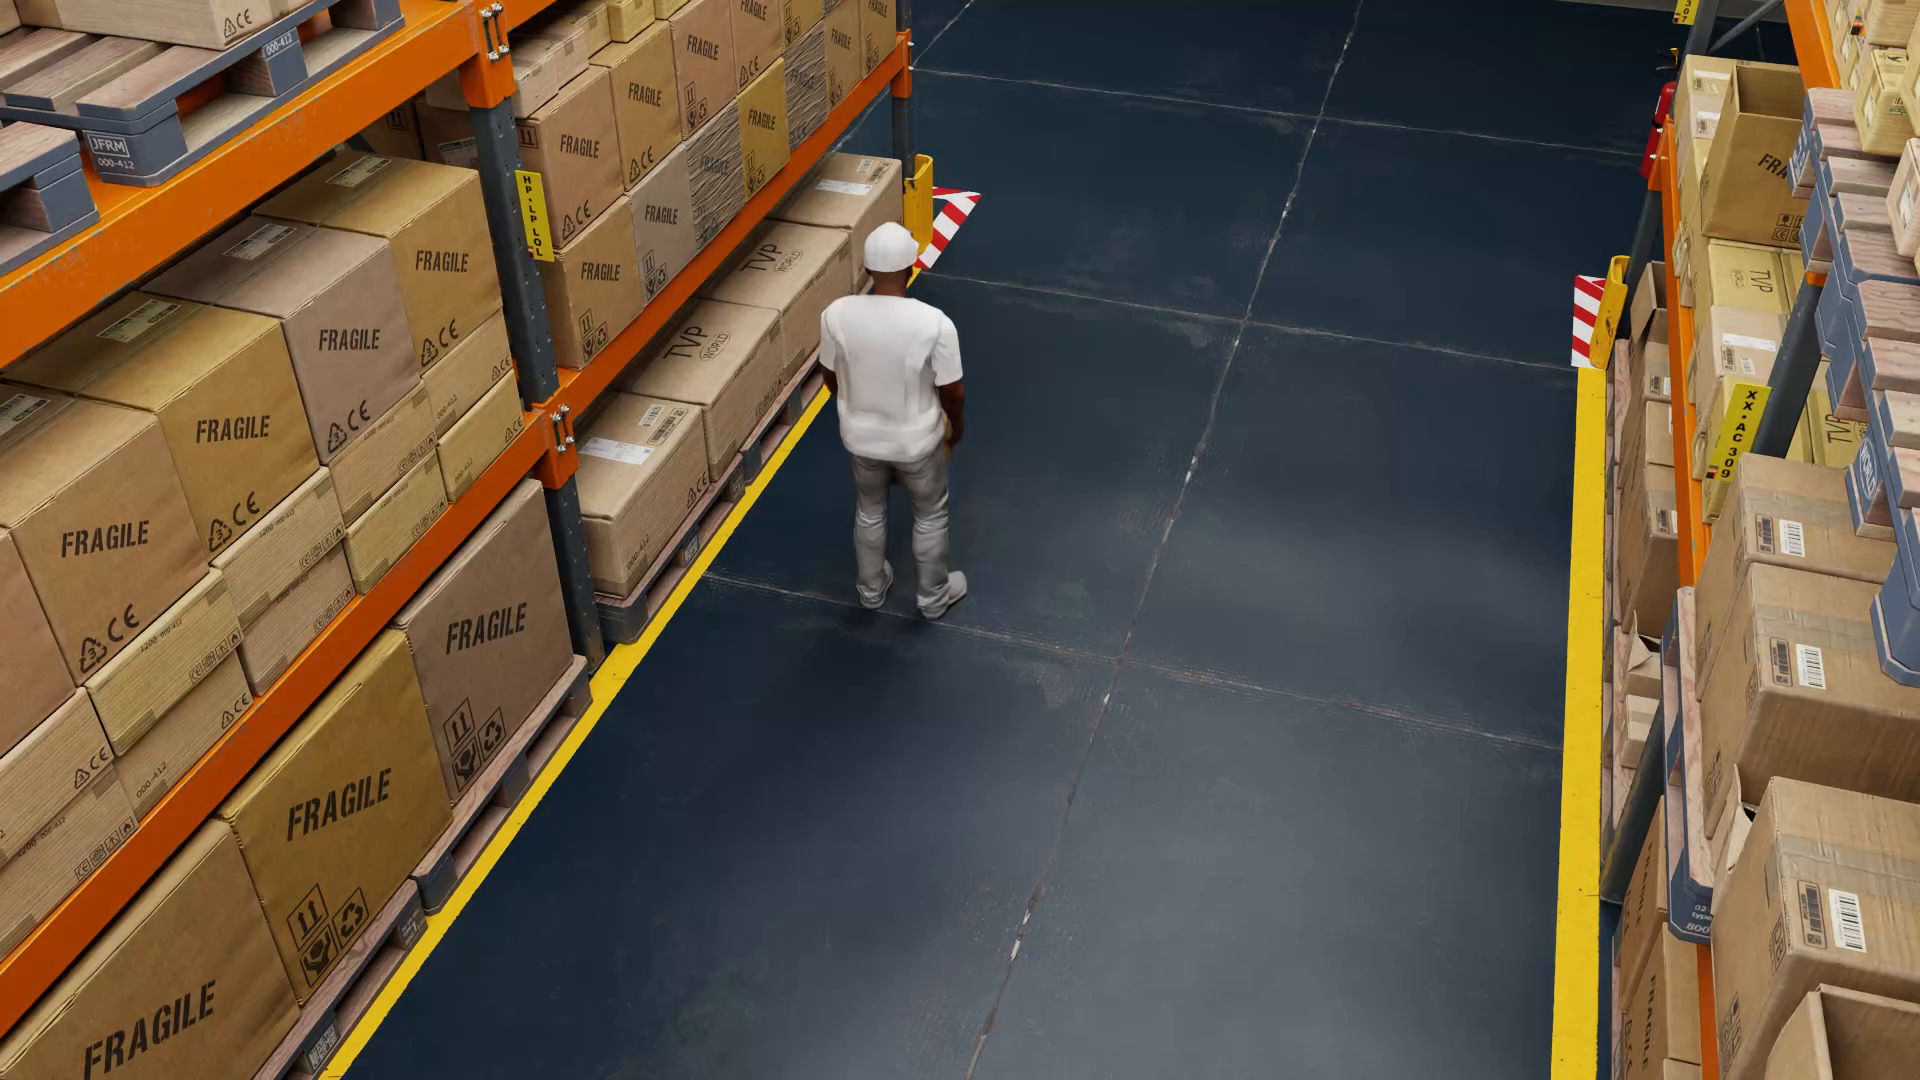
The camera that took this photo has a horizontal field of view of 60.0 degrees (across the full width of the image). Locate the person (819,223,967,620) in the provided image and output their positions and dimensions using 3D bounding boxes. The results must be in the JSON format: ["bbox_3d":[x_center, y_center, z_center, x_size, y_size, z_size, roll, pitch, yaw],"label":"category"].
[{"bbox_3d":[-0.264,-0.446,6.726,0.583,1.766,0.422,10,38,13],"label":"person"}]
